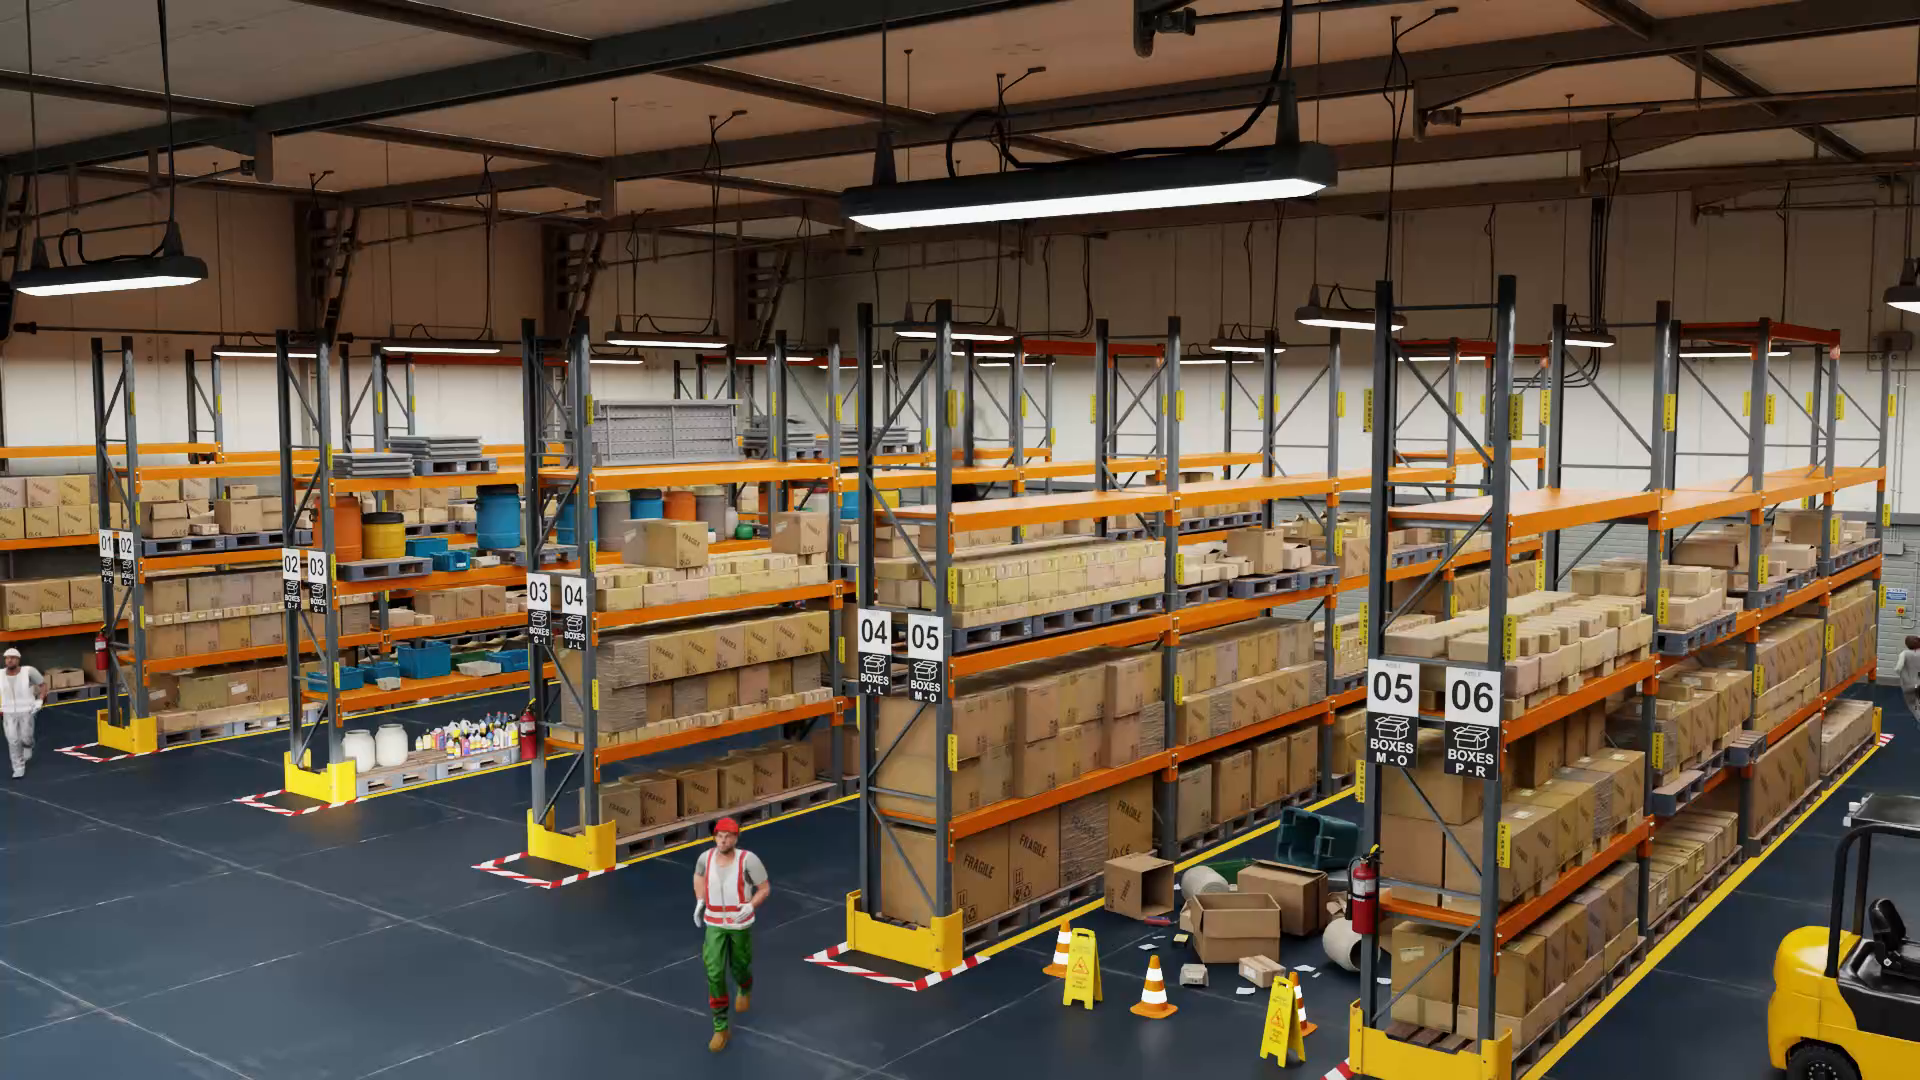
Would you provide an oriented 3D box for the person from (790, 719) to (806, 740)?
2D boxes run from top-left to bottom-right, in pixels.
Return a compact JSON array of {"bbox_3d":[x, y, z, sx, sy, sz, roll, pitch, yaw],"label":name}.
[{"bbox_3d":[-2.400,1.990,23.317,0.654,1.883,0.834,4,6,36],"label":"person"}]

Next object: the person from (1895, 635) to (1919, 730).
[{"bbox_3d":[14.556,2.206,25.387,0.650,1.549,0.661,0,5,1],"label":"person"}]

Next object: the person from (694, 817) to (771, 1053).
[{"bbox_3d":[-1.853,3.113,13.459,0.661,1.800,0.888,0,5,3],"label":"person"}]

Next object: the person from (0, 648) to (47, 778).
[{"bbox_3d":[-12.803,2.326,22.631,0.690,1.750,0.684,-2,5,-19],"label":"person"}]
